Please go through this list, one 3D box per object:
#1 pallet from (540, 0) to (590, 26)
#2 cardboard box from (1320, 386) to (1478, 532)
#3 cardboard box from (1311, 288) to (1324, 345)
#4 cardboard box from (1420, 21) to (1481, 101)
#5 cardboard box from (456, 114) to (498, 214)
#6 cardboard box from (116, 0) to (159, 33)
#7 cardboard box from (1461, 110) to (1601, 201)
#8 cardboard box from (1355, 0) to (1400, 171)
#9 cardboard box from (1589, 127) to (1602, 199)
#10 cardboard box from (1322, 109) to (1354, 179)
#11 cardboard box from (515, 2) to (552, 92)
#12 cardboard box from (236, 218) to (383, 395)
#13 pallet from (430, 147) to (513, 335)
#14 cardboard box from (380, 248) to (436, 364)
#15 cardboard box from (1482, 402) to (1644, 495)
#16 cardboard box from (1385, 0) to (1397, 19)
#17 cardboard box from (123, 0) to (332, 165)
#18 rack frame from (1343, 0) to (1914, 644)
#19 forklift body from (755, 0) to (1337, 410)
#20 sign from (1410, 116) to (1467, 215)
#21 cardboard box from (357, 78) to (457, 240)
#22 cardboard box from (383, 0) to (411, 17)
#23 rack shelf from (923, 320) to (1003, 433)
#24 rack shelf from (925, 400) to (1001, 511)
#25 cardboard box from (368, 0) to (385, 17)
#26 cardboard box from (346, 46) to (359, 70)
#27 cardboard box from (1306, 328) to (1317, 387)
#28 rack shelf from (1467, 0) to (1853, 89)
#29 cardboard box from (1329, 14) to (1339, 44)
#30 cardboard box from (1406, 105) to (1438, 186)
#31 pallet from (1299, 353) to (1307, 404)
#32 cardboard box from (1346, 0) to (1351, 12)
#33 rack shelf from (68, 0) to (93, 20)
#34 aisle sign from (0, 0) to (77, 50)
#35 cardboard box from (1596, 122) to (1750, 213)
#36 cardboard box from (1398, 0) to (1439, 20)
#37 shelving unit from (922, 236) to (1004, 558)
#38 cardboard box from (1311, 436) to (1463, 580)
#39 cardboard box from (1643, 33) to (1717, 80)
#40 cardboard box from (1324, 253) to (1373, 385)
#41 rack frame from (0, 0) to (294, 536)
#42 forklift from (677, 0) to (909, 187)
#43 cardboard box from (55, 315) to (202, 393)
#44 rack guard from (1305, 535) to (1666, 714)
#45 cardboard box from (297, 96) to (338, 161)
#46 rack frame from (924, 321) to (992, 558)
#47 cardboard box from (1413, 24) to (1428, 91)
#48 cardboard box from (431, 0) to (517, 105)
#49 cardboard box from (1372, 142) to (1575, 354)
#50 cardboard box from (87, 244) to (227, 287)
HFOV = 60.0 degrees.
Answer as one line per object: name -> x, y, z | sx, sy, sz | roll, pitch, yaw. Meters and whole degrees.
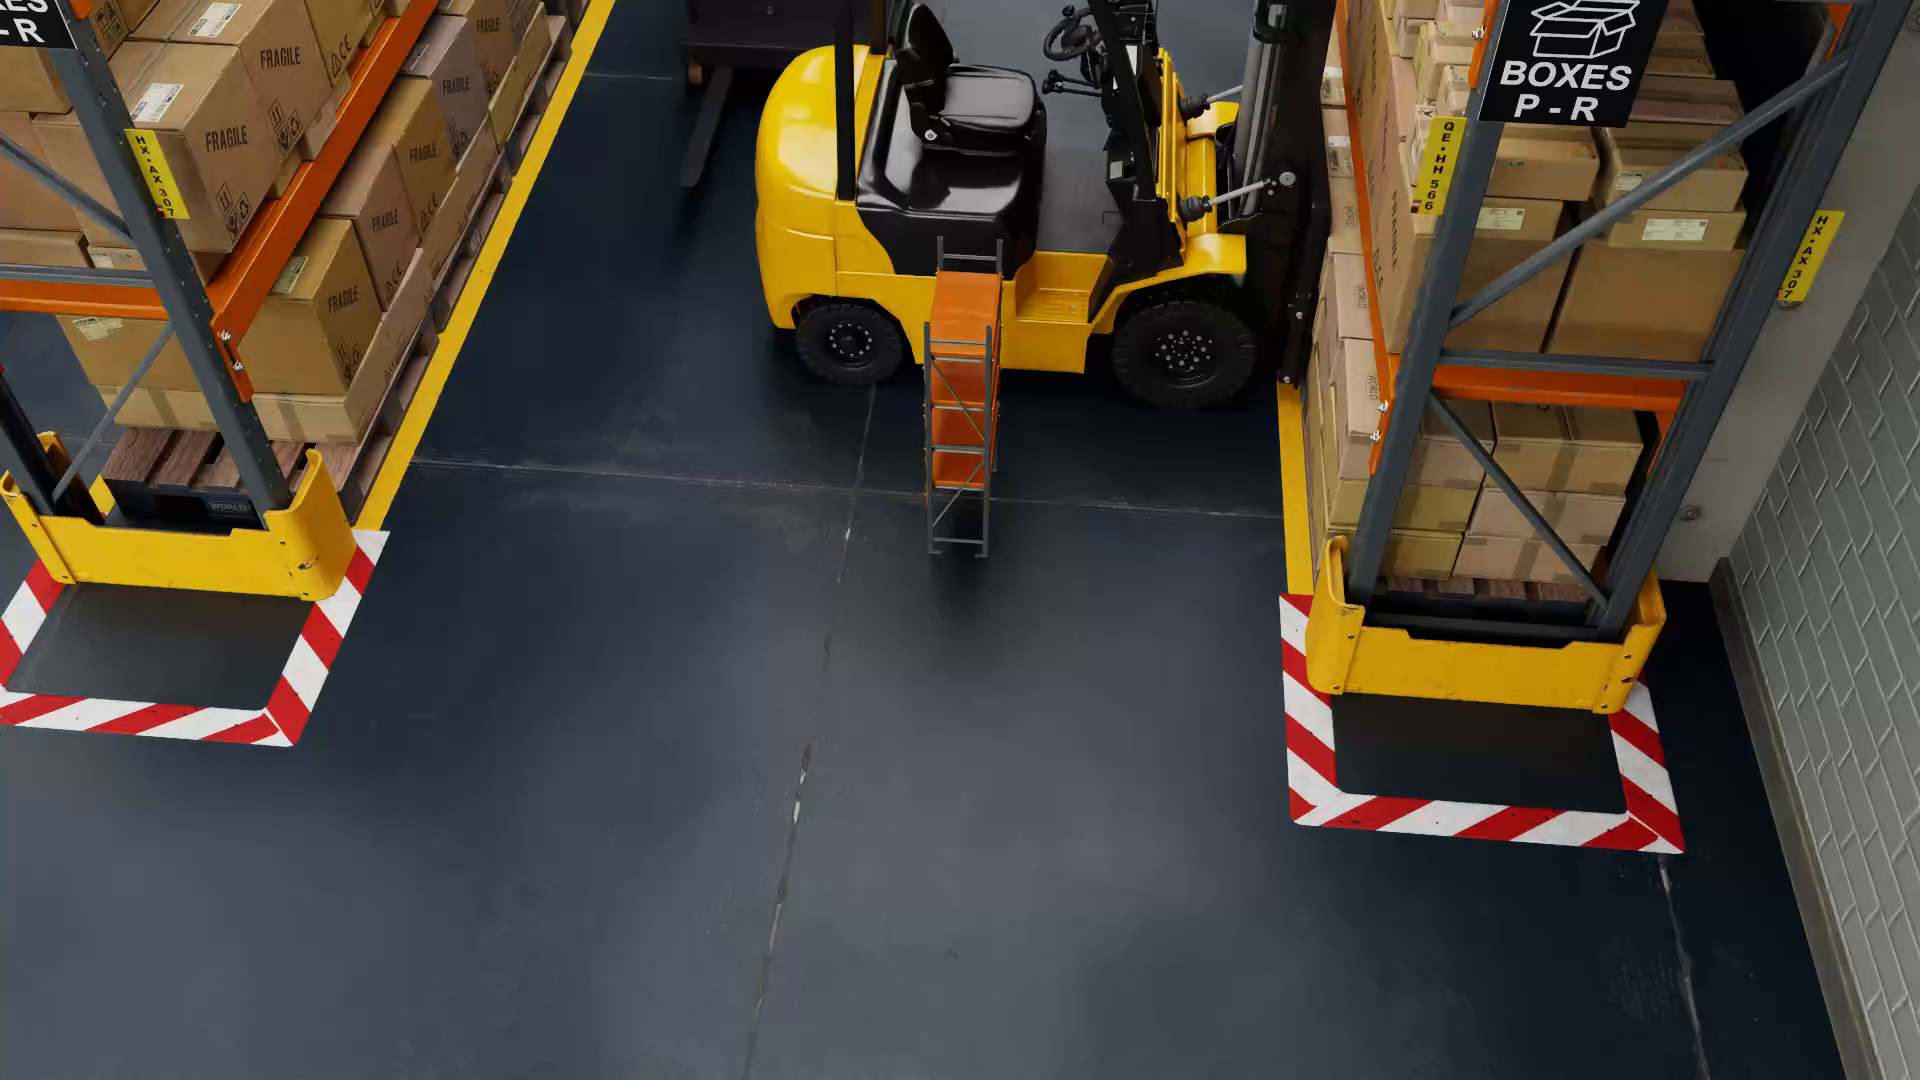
pallet -> -2.603, -3.449, 9.762 | 1.003, 0.211, 1.213 | 4, 48, 4
cardboard box -> 1.639, -0.309, 6.240 | 0.500, 0.250, 0.500 | 3, 48, 3
cardboard box -> 1.722, -1.057, 6.924 | 0.500, 0.250, 0.500 | 3, 48, 3
cardboard box -> 1.717, -1.556, 5.431 | 0.380, 0.149, 0.250 | 5, 48, 4
cardboard box -> -2.549, -1.814, 7.955 | 0.500, 0.250, 0.500 | 5, 48, 4
cardboard box -> -3.155, -2.112, 5.702 | 0.700, 0.500, 0.500 | 4, 48, 4
cardboard box -> 1.729, -1.178, 5.086 | 0.380, 0.149, 0.250 | 4, 48, 4
cardboard box -> 1.792, -1.718, 6.221 | 0.500, 0.500, 0.500 | 3, 48, 3
cardboard box -> 2.154, -1.218, 5.324 | 0.380, 0.149, 0.250 | 4, 48, 4
cardboard box -> 1.768, -1.577, 7.061 | 0.500, 0.250, 0.500 | 3, 48, 3
cardboard box -> -2.459, -2.579, 8.655 | 0.500, 0.250, 0.500 | 6, 48, 5
cardboard box -> -2.687, -0.937, 6.645 | 0.500, 0.500, 0.500 | 2, 48, 2
pallet -> -2.808, -1.482, 7.962 | 1.003, 0.211, 1.213 | 4, 48, 4
cardboard box -> -2.635, -1.041, 7.248 | 0.500, 0.250, 0.500 | 5, 48, 5
cardboard box -> 2.138, -0.439, 6.020 | 0.500, 0.250, 0.500 | 3, 48, 3
cardboard box -> 1.751, -2.018, 6.056 | 0.380, 0.149, 0.250 | 4, 48, 4
cardboard box -> -2.674, -1.723, 6.024 | 0.500, 0.500, 0.500 | 5, 48, 5
rack frame -> 1.906, -0.548, 5.218 | 1.000, 3.000, 0.127 | 4, 48, 4
forklift body -> 0.262, -1.777, 6.918 | 2.313, 2.155, 1.214 | 4, 48, 4
sign -> 1.367, -1.065, 4.746 | 0.100, 0.325, 0.005 | 4, 48, 4
cardboard box -> -2.590, -1.690, 7.333 | 0.500, 0.500, 0.500 | 5, 48, 4
cardboard box -> -2.528, -2.352, 7.039 | 0.380, 0.149, 0.250 | 4, 48, 4
rack shelf -> 0.015, -0.632, 6.303 | 0.258, 0.148, 0.480 | 4, 48, 4
rack shelf -> 0.015, -0.347, 6.615 | 0.258, 0.148, 0.480 | 4, 48, 4
cardboard box -> -2.591, -2.472, 6.709 | 0.500, 0.500, 0.500 | 3, 48, 3
cardboard box -> -2.663, -1.980, 6.698 | 0.380, 0.149, 0.250 | 5, 48, 5
cardboard box -> 1.743, -0.860, 7.082 | 0.500, 0.250, 0.500 | 4, 48, 4
rack shelf -> 2.088, -2.787, 5.721 | 1.077, 0.370, 4.000 | 4, 48, 4
cardboard box -> 1.857, -2.329, 7.748 | 0.500, 0.250, 0.500 | 4, 48, 4
cardboard box -> 1.652, -1.264, 5.366 | 0.380, 0.149, 0.250 | 5, 48, 4
pallet -> 2.048, -1.065, 7.581 | 1.003, 0.211, 1.213 | 4, 48, 4
cardboard box -> 1.894, -2.456, 6.896 | 0.500, 0.500, 0.500 | 3, 48, 3
rack shelf -> -2.855, -3.118, 6.024 | 1.077, 0.370, 4.000 | 4, 48, 4
aisle sign -> -2.734, -1.690, 4.501 | 0.394, 0.787, 0.004 | 4, 48, 4
cardboard box -> 2.149, -1.133, 5.045 | 0.380, 0.149, 0.250 | 3, 48, 3
cardboard box -> 1.727, -1.932, 5.776 | 0.380, 0.149, 0.250 | 5, 48, 4
shelving unit -> 0.015, -0.527, 6.419 | 0.258, 1.200, 0.503 | 4, 48, 4
cardboard box -> 1.634, -0.128, 6.413 | 0.500, 0.250, 0.500 | 4, 48, 4
cardboard box -> 2.217, -1.518, 5.397 | 0.380, 0.149, 0.250 | 5, 48, 4
cardboard box -> 1.678, -0.834, 6.381 | 0.500, 0.250, 0.500 | 5, 48, 4
rack frame -> -3.037, -0.879, 5.521 | 1.000, 3.000, 0.127 | 4, 48, 4
forklift -> -0.890, -3.640, 8.093 | 1.130, 2.935, 3.031 | 3, 48, 3
cardboard box -> -3.224, -0.952, 6.658 | 0.500, 0.500, 0.500 | 4, 48, 4
rack guard -> 1.904, 0.314, 6.124 | 1.175, 0.500, 0.348 | 4, 48, 4
cardboard box -> -2.618, -1.589, 6.341 | 0.380, 0.149, 0.250 | 5, 48, 4
rack frame -> -0.007, -0.347, 6.255 | 0.240, 1.200, 0.015 | 4, 48, 4
cardboard box -> 1.771, -1.632, 5.702 | 0.380, 0.149, 0.250 | 4, 48, 3
cardboard box -> -2.504, -2.458, 8.036 | 0.500, 0.500, 0.500 | 5, 48, 4
cardboard box -> 1.689, -0.961, 5.528 | 0.500, 0.500, 0.500 | 3, 48, 3
cardboard box -> -2.800, -1.030, 5.829 | 0.380, 0.149, 0.250 | 4, 48, 4
